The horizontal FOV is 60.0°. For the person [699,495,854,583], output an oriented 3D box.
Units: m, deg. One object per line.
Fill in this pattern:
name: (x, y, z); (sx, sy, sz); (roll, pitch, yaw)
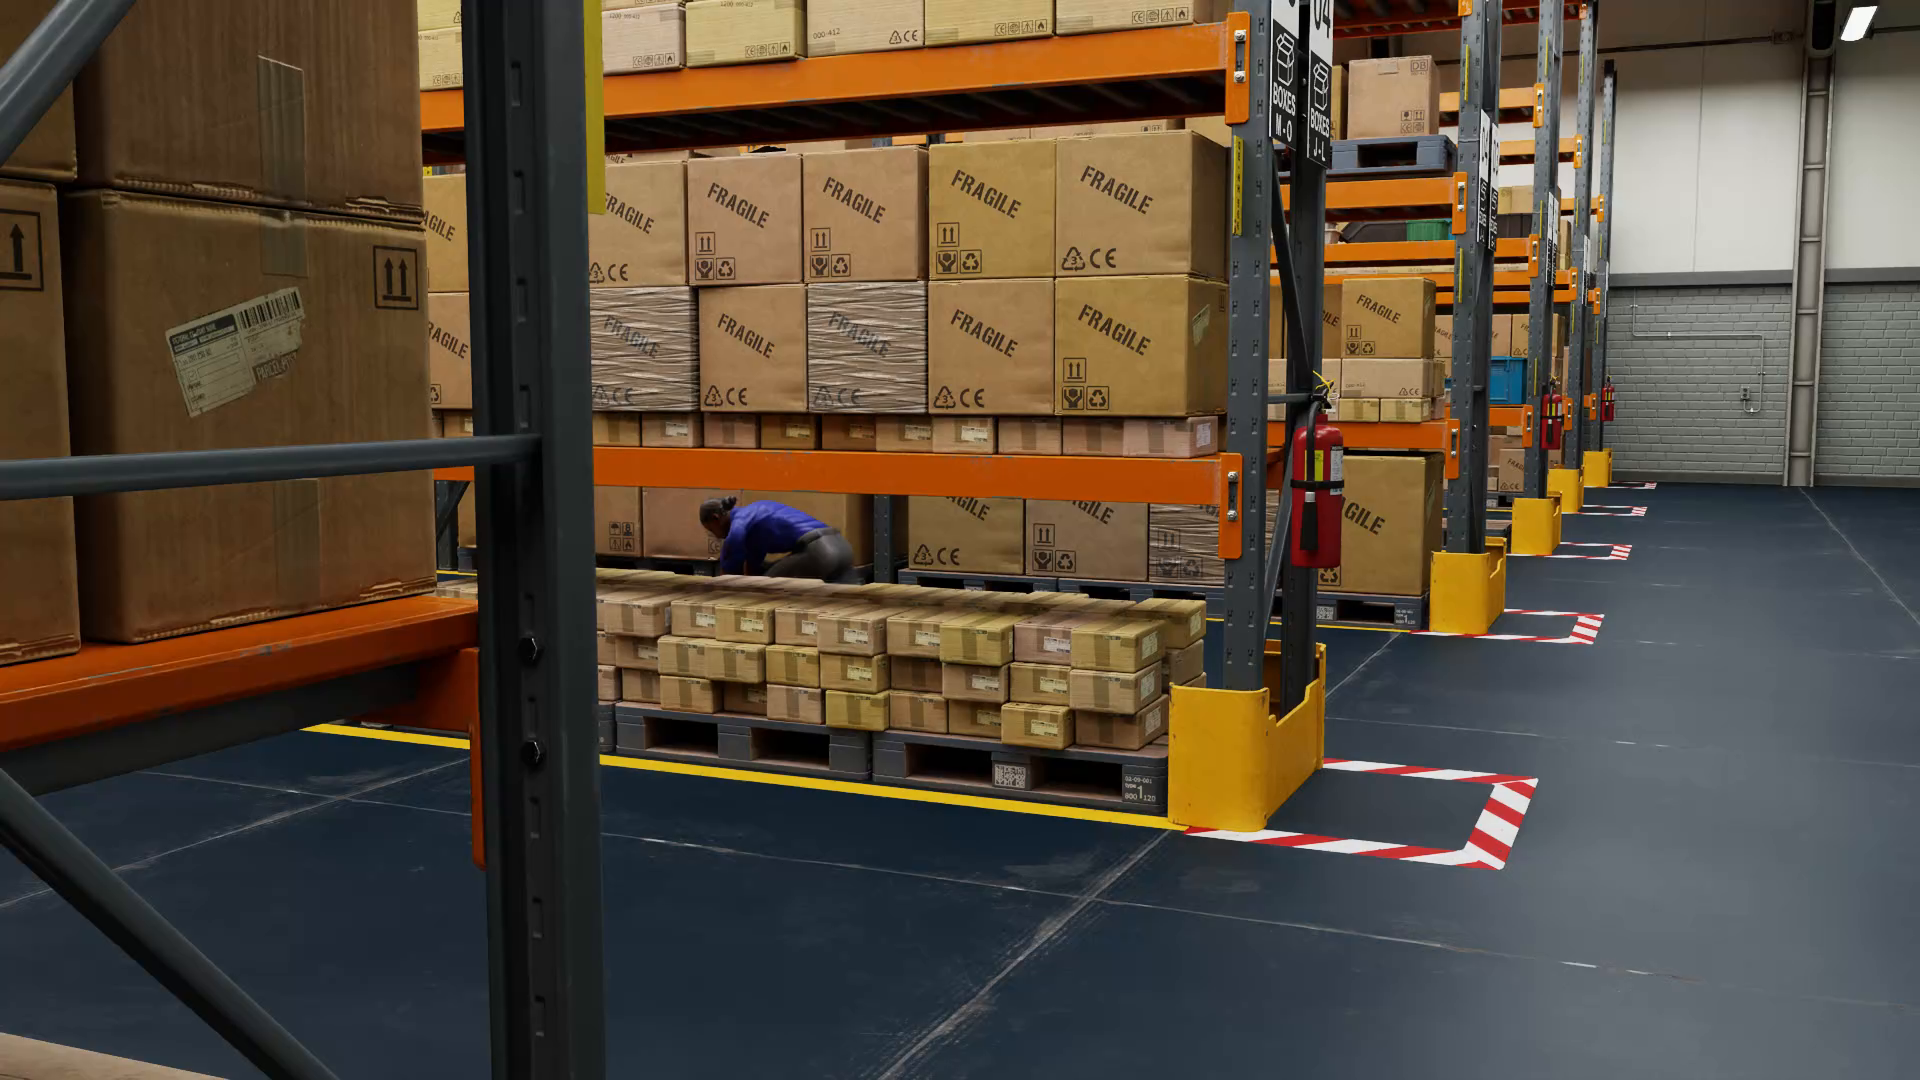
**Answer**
person: (-1.005, 0.240, 8.968); (0.860, 0.956, 0.470); (2, 6, 20)
